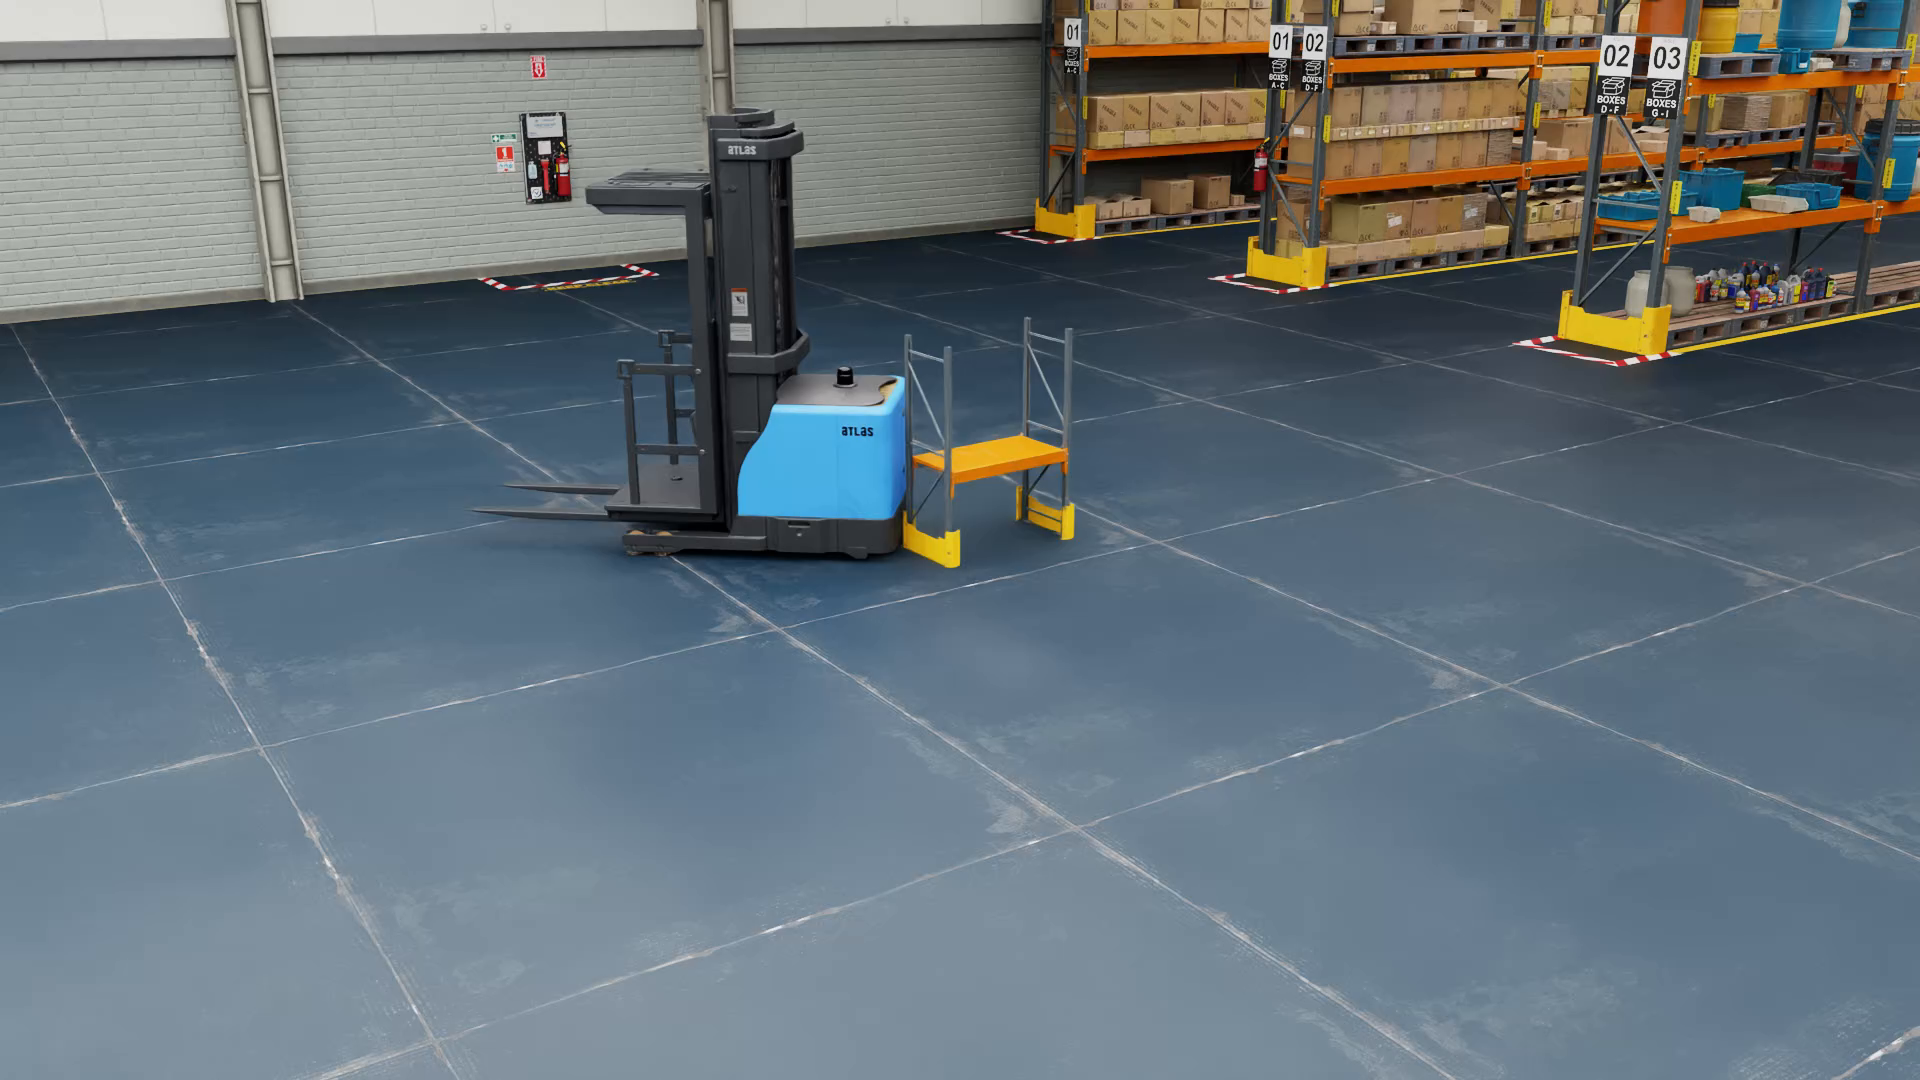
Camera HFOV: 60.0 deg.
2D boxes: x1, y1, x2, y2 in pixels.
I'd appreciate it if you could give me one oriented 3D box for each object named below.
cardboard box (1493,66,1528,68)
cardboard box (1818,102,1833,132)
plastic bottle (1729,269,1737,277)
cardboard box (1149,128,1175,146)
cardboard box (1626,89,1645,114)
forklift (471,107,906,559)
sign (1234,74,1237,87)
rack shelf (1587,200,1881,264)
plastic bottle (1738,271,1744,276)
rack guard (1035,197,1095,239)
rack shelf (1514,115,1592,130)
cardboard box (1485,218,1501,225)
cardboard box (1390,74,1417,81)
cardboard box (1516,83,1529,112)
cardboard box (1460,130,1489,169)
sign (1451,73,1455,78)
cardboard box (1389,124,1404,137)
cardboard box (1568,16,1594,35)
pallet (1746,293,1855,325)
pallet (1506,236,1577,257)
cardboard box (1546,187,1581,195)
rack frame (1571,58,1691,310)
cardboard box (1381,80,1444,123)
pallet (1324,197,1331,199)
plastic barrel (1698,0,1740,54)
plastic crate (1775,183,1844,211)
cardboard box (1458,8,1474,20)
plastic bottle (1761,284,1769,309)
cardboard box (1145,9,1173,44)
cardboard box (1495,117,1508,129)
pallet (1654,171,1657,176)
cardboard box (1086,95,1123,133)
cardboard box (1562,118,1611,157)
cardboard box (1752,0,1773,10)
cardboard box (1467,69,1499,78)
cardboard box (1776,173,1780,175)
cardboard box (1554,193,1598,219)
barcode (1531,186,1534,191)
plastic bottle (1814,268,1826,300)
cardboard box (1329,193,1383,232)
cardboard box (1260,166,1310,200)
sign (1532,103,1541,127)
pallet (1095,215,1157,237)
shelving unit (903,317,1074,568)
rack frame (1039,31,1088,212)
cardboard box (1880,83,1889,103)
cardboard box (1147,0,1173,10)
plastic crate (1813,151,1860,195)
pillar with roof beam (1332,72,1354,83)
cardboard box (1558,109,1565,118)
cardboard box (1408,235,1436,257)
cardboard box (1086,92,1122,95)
[{"bbox_3d":[10.204,-8.636,30.785,0.500,0.250,0.500,-13,23,-33],"label":"cardboard box"},{"bbox_3d":[14.584,-7.158,28.078,0.500,0.500,0.500,-11,22,-31],"label":"cardboard box"},{"bbox_3d":[9.127,-3.059,19.663,0.133,0.283,0.061,-11,21,-29],"label":"plastic bottle"},{"bbox_3d":[2.995,-6.288,25.862,0.500,0.250,0.500,-12,22,-32],"label":"cardboard box"},{"bbox_3d":[12.655,-8.639,32.146,0.700,0.700,0.980,-13,22,-33],"label":"cardboard box"},{"bbox_3d":[-1.898,-1.442,11.434,3.031,2.935,1.130,2,19,6],"label":"forklift"},{"bbox_3d":[4.591,-7.566,27.632,0.005,0.325,0.100,-12,22,-31],"label":"sign"},{"bbox_3d":[8.677,-3.526,18.615,4.000,0.370,1.077,-12,22,-31],"label":"rack shelf"},{"bbox_3d":[9.186,-3.035,19.611,0.097,0.271,0.097,0,19,0],"label":"plastic bottle"},{"bbox_3d":[1.622,-4.994,25.736,0.348,0.500,1.175,-12,22,-31],"label":"rack guard"},{"bbox_3d":[9.910,-7.585,30.621,4.000,0.370,1.077,-12,22,-31],"label":"rack shelf"},{"bbox_3d":[7.814,-4.592,24.281,0.500,0.250,0.500,-12,22,-32],"label":"cardboard box"},{"bbox_3d":[7.708,-8.007,28.891,0.250,0.149,0.380,-17,25,-40],"label":"cardboard box"},{"bbox_3d":[10.074,-8.059,30.249,0.500,0.500,0.500,-11,22,-30],"label":"cardboard box"},{"bbox_3d":[6.823,-5.418,22.931,0.500,0.500,0.700,-12,22,-32],"label":"cardboard box"},{"bbox_3d":[8.546,-7.941,28.867,0.005,0.325,0.100,-12,22,-31],"label":"sign"},{"bbox_3d":[5.593,-5.389,21.832,0.250,0.149,0.380,-13,23,-33],"label":"cardboard box"},{"bbox_3d":[8.604,-7.297,23.541,0.500,0.250,0.500,-15,24,-37],"label":"cardboard box"},{"bbox_3d":[9.764,-2.791,19.671,1.213,0.211,1.003,-12,22,-31],"label":"pallet"},{"bbox_3d":[8.221,-4.364,24.324,1.213,0.211,1.003,-12,22,-31],"label":"pallet"},{"bbox_3d":[9.078,-5.123,24.977,0.500,0.311,0.500,-12,22,-32],"label":"cardboard box"},{"bbox_3d":[7.007,-3.515,17.458,0.127,3.000,1.000,-12,22,-31],"label":"rack frame"},{"bbox_3d":[6.002,-5.862,22.218,0.500,0.500,0.700,-12,22,-31],"label":"cardboard box"},{"bbox_3d":[6.568,-5.902,28.873,1.213,0.211,1.003,-12,22,-31],"label":"pallet"},{"bbox_3d":[7.889,-5.459,17.574,0.600,0.588,0.600,0,19,0],"label":"plastic barrel"},{"bbox_3d":[9.573,-3.881,18.774,0.616,0.251,0.499,-12,22,-31],"label":"plastic crate"},{"bbox_3d":[6.610,-7.076,22.572,0.500,0.311,0.500,-13,23,-34],"label":"cardboard box"},{"bbox_3d":[9.063,-2.745,18.753,0.097,0.271,0.097,0,19,0],"label":"plastic bottle"},{"bbox_3d":[2.875,-7.812,25.298,0.500,0.500,0.500,-11,21,-29],"label":"cardboard box"},{"bbox_3d":[7.310,-5.751,22.904,0.250,0.149,0.380,-12,22,-33],"label":"cardboard box"},{"bbox_3d":[14.297,-7.500,33.600,1.213,0.211,1.003,-12,22,-31],"label":"pallet"},{"bbox_3d":[2.122,-6.462,25.208,0.500,0.500,0.500,-12,22,-31],"label":"cardboard box"},{"bbox_3d":[9.135,-5.904,24.369,0.500,0.500,0.500,-12,22,-31],"label":"cardboard box"},{"bbox_3d":[12.187,-8.446,25.644,0.500,0.500,0.500,-12,22,-31],"label":"cardboard box"},{"bbox_3d":[9.209,-8.233,29.590,0.500,0.250,0.500,-12,22,-32],"label":"cardboard box"},{"bbox_3d":[13.636,-5.730,27.226,0.500,0.500,0.500,-12,22,-31],"label":"cardboard box"},{"bbox_3d":[8.961,-4.891,24.292,0.500,0.311,0.500,-13,22,-33],"label":"cardboard box"},{"bbox_3d":[8.069,-4.958,23.442,0.075,0.075,0.001,-12,22,-31],"label":"barcode"},{"bbox_3d":[9.968,-2.982,19.332,0.185,0.351,0.144,-13,22,-33],"label":"plastic bottle"},{"bbox_3d":[5.397,-4.446,22.679,0.500,0.500,0.500,-12,22,-31],"label":"cardboard box"},{"bbox_3d":[5.505,-6.028,28.107,0.500,0.500,0.700,-11,22,-30],"label":"cardboard box"},{"bbox_3d":[7.933,-5.844,22.873,0.005,0.325,0.100,-12,22,-31],"label":"sign"},{"bbox_3d":[2.320,-4.991,26.178,1.213,0.211,1.003,-12,22,-31],"label":"pallet"},{"bbox_3d":[0.205,-0.696,11.462,1.083,1.500,0.587,-13,23,-34],"label":"shelving unit"},{"bbox_3d":[1.558,-6.165,25.296,0.127,3.000,1.000,-12,22,-31],"label":"rack frame"},{"bbox_3d":[15.287,-7.574,27.747,0.500,0.500,0.500,-13,22,-33],"label":"cardboard box"},{"bbox_3d":[2.882,-8.287,25.142,0.500,0.500,0.500,-11,22,-30],"label":"cardboard box"},{"bbox_3d":[10.584,-4.417,20.026,0.583,0.464,0.402,-12,22,-31],"label":"plastic crate"},{"bbox_3d":[9.046,-9.267,25.104,0.400,9.000,9.100,-12,22,-31],"label":"pillar with roof beam"},{"bbox_3d":[11.015,-7.949,30.936,0.250,0.149,0.380,-11,22,-30],"label":"cardboard box"},{"bbox_3d":[6.110,-4.035,22.635,0.500,0.250,0.500,-12,22,-31],"label":"cardboard box"},{"bbox_3d":[2.261,-6.684,25.865,0.500,0.500,0.500,-12,22,-31],"label":"cardboard box"}]
